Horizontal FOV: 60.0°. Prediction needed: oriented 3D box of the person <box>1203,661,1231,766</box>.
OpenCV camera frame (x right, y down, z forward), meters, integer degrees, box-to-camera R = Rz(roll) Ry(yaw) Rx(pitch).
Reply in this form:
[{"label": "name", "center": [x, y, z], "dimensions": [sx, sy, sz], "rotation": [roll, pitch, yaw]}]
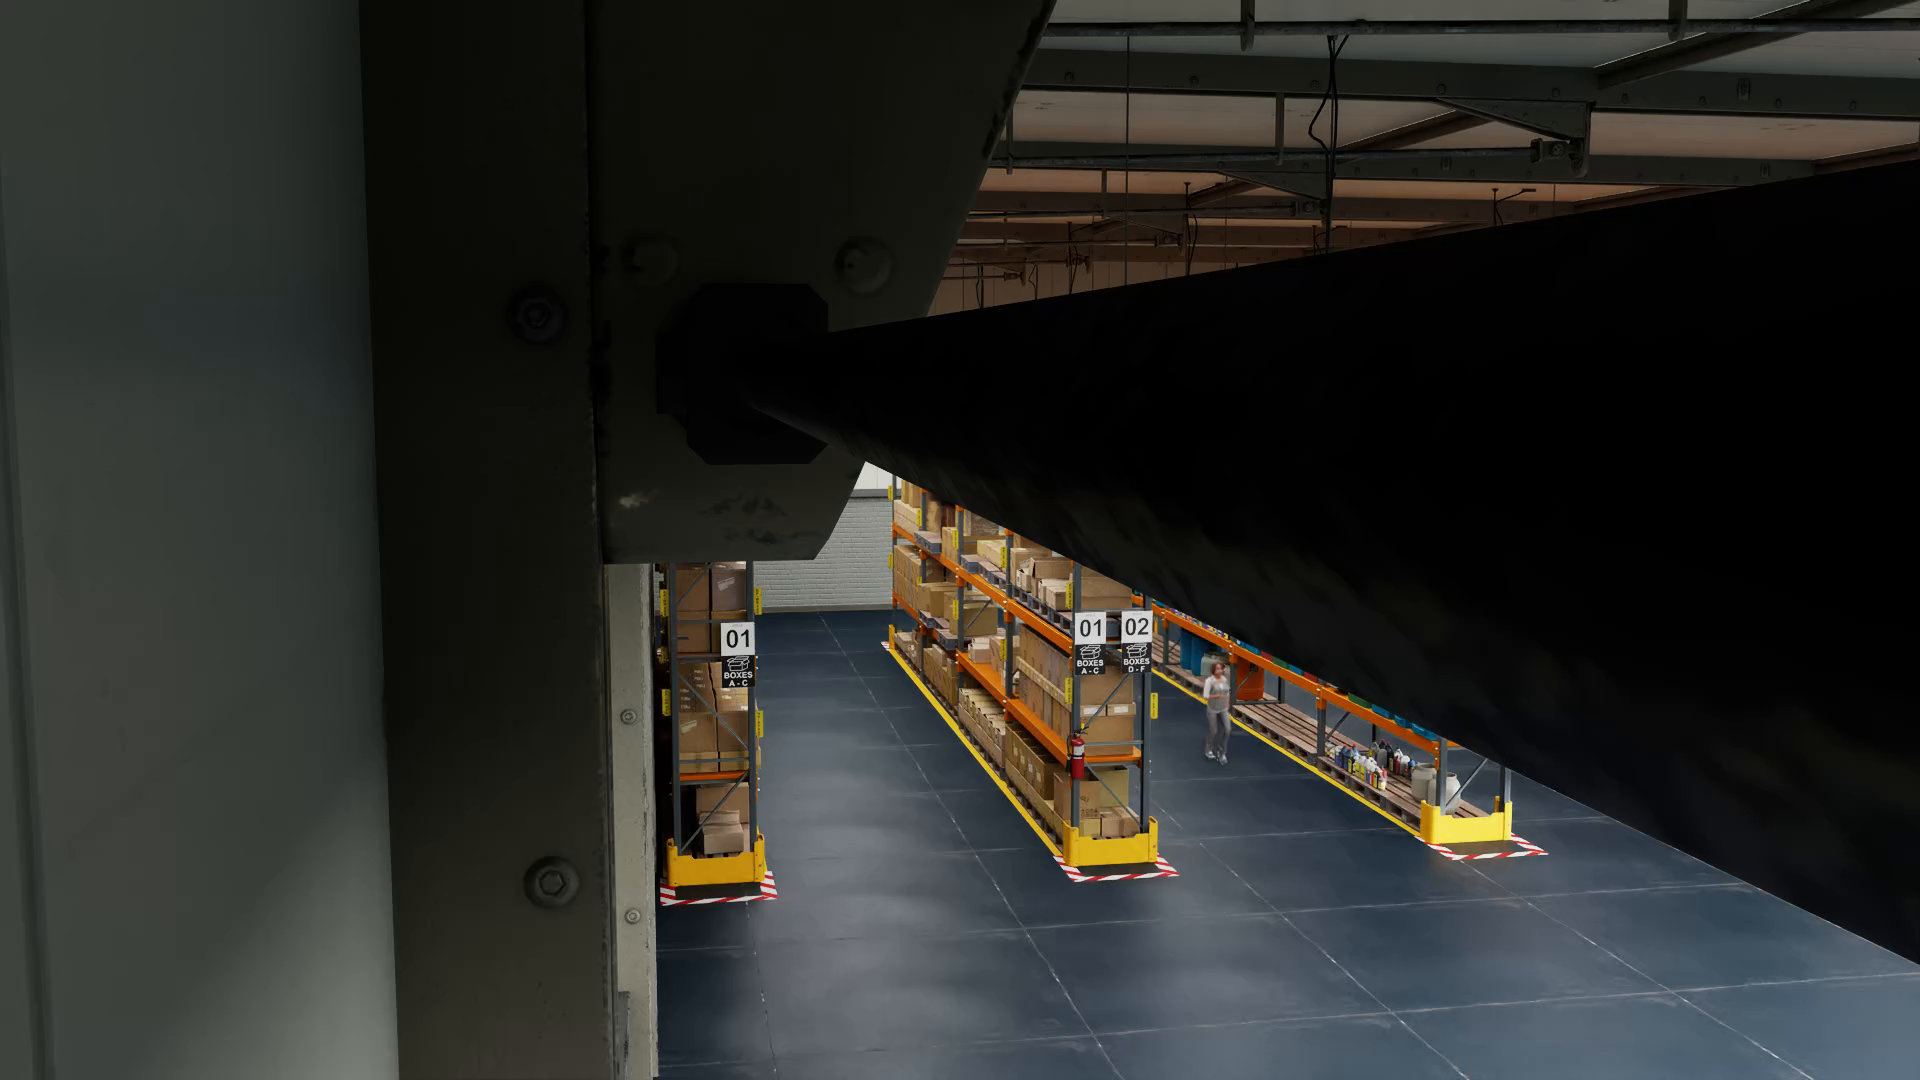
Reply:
[{"label": "person", "center": [4.051, 2.715, 26.118], "dimensions": [0.514, 1.624, 0.661], "rotation": [-2, 6, -15]}]
